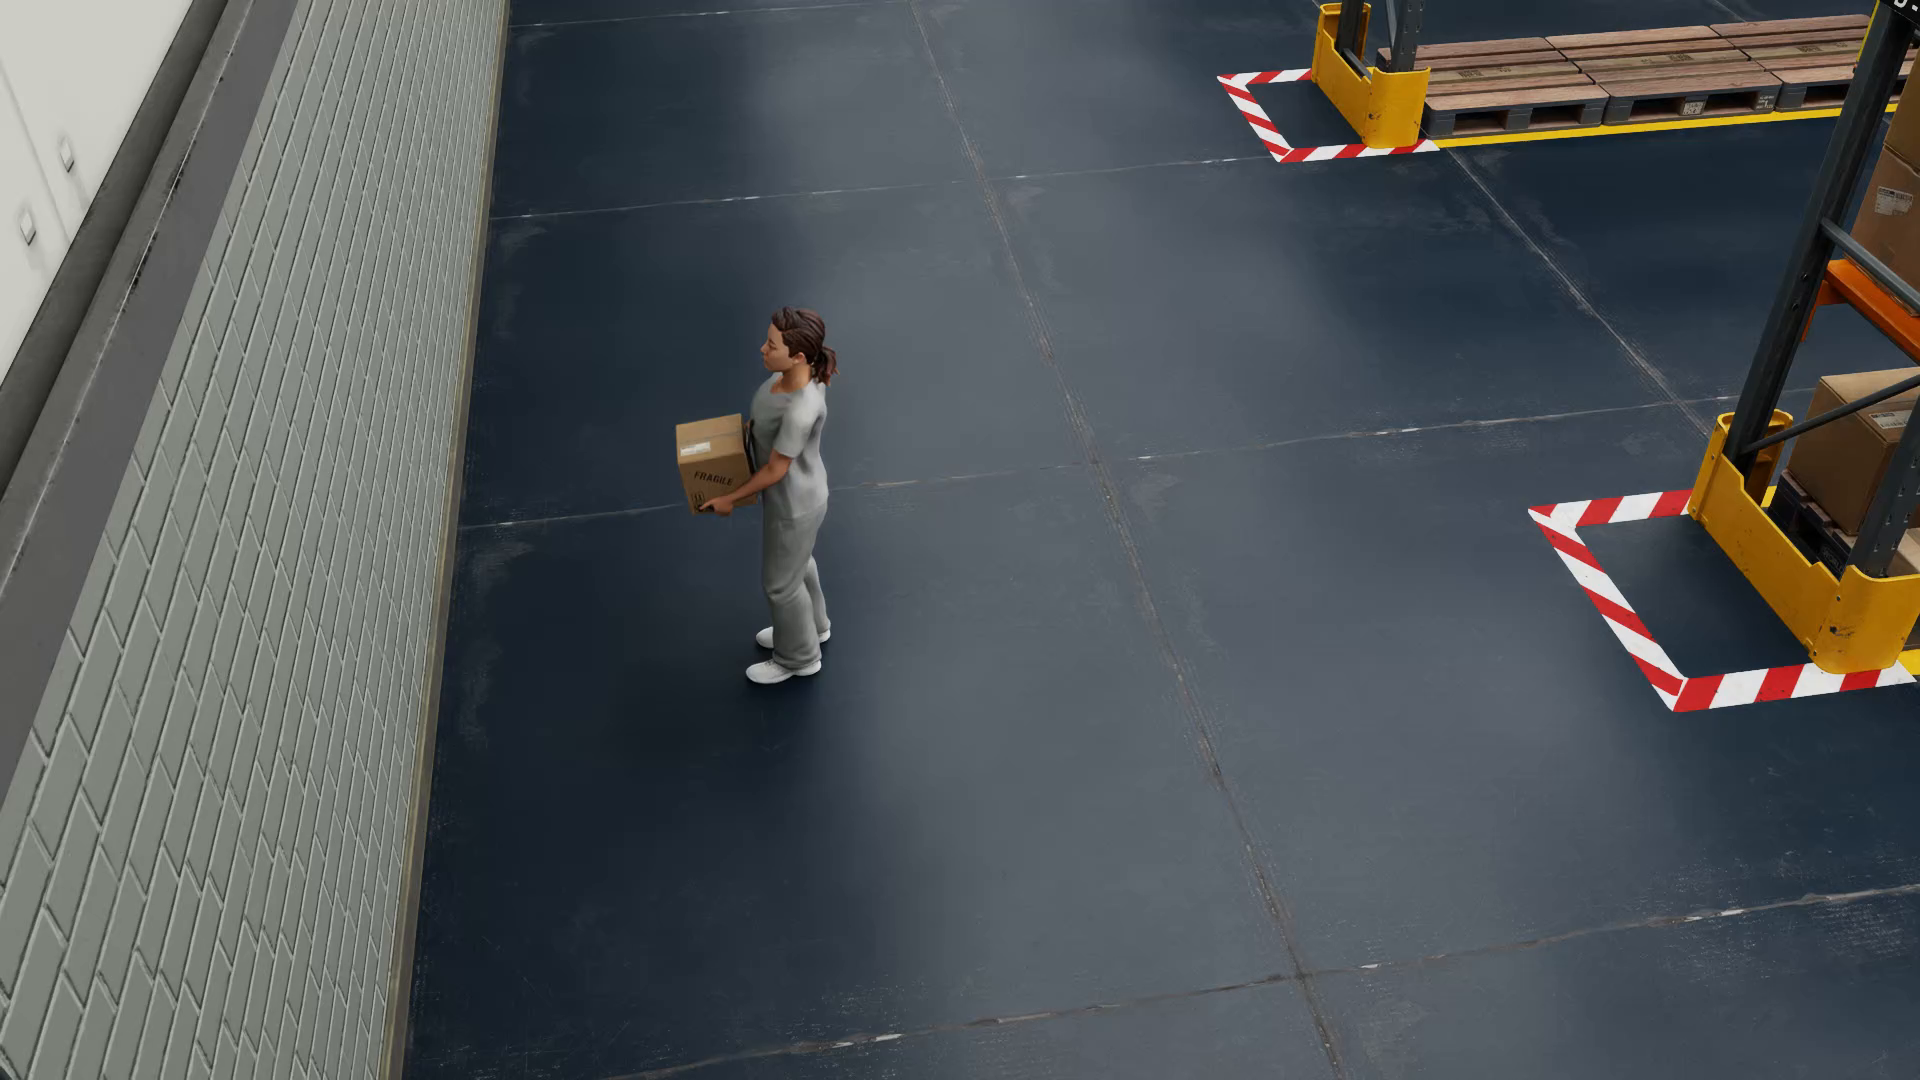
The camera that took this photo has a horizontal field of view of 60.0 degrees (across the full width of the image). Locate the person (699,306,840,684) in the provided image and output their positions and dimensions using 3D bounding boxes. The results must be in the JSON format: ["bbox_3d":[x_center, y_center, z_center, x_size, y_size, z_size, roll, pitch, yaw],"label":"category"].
[{"bbox_3d":[-0.712,-0.156,6.359,0.558,1.664,0.436,-6,39,-7],"label":"person"}]
